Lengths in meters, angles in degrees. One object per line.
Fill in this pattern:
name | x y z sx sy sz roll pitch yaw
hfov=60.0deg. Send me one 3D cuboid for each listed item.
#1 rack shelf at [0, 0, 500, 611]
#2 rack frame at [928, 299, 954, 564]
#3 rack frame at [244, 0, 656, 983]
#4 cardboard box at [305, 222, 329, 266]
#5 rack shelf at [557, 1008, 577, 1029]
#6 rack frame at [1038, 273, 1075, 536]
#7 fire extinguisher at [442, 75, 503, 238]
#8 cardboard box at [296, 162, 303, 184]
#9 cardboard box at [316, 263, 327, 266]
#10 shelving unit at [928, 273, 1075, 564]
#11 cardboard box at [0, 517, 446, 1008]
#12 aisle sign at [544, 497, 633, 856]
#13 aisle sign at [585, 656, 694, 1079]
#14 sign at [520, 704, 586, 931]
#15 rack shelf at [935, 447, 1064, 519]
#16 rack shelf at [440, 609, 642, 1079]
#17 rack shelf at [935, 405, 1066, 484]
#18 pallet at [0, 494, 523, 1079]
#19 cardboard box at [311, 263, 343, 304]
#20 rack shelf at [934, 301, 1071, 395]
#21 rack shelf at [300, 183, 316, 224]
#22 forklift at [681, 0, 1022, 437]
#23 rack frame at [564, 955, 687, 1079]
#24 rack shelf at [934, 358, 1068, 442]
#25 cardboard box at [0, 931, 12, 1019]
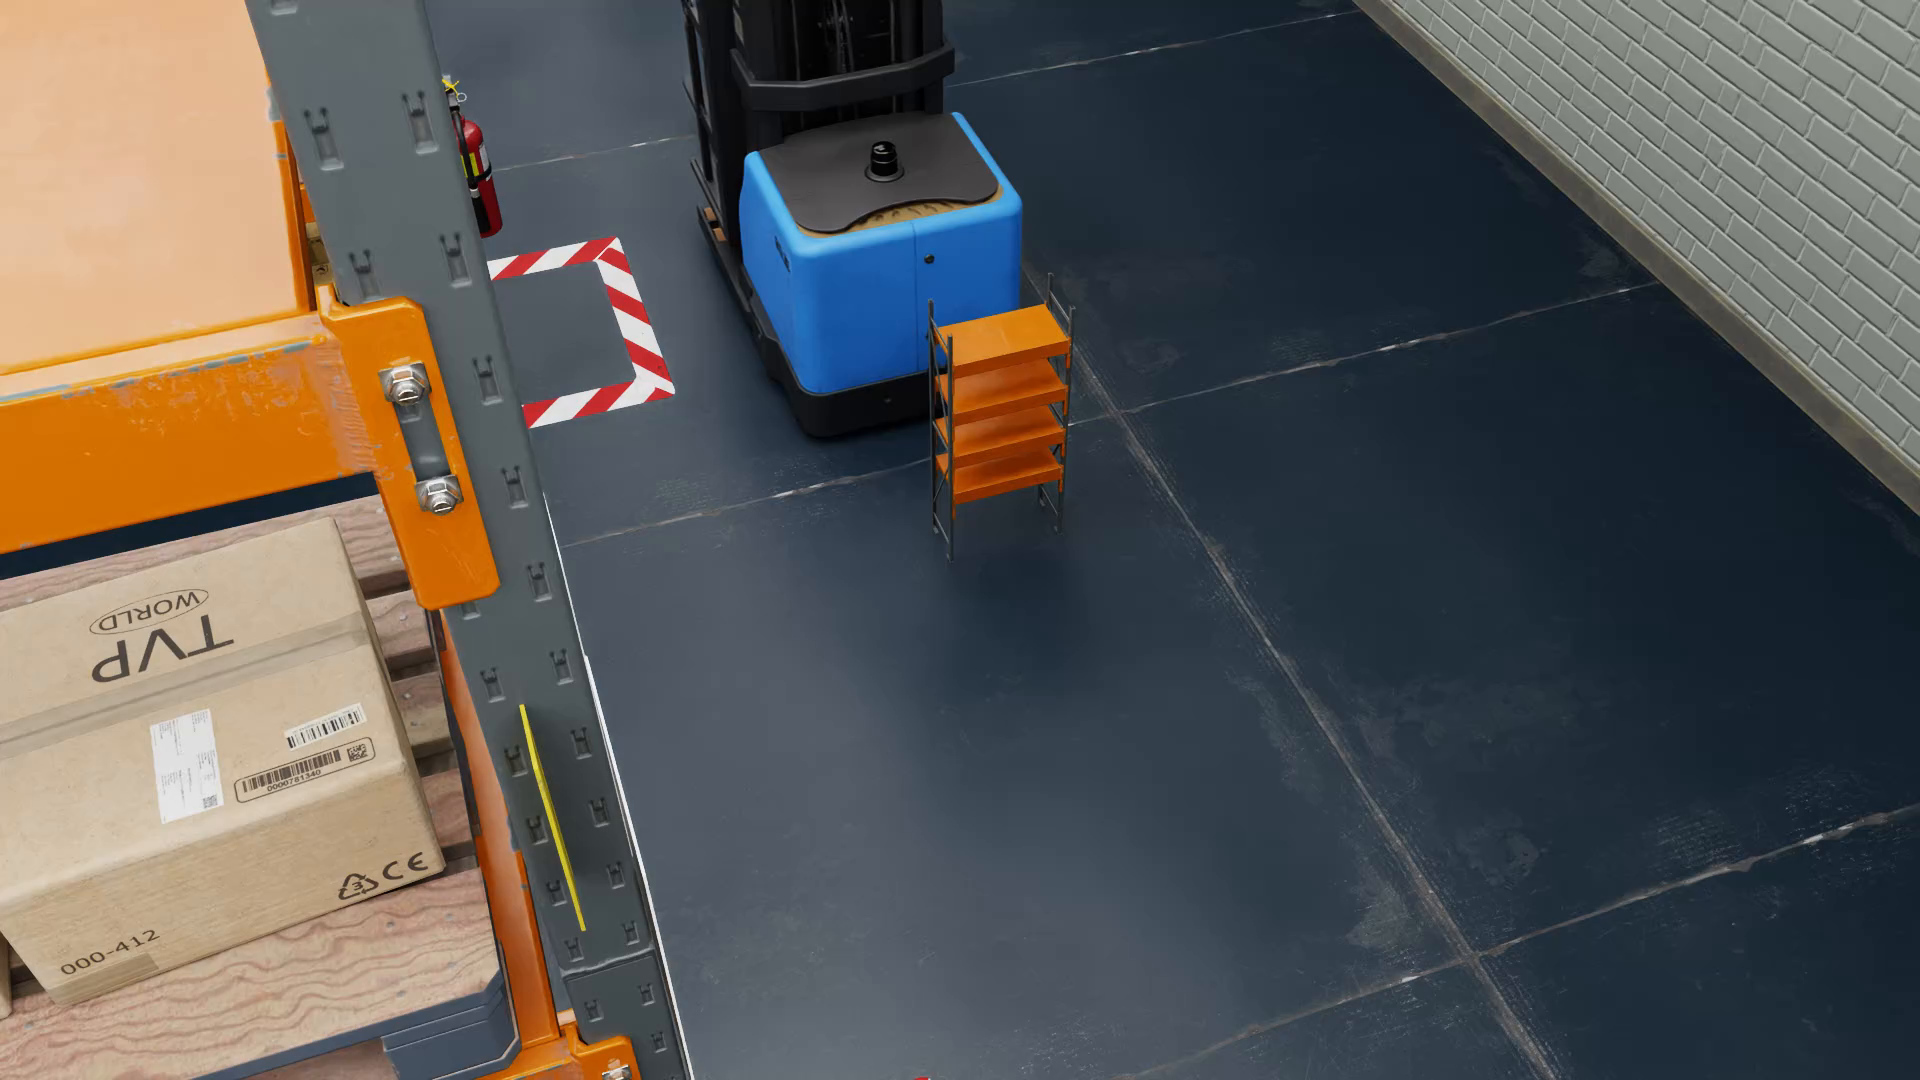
rack shelf | -2.524 0.063 1.433 4.000 0.370 1.077 -14 47 -14
rack frame | -0.074 -0.405 6.616 0.015 1.200 0.240 -14 47 -14
rack frame | -0.643 -0.813 1.516 0.127 3.000 1.000 -14 47 -14
cardboard box | -3.026 -1.421 7.654 0.250 0.149 0.380 -16 47 -16
rack shelf | -2.524 2.040 3.417 4.000 0.370 1.077 -14 47 -14
rack frame | 0.385 -0.522 6.732 0.015 1.200 0.240 -14 47 -14
fire extinguisher | -2.025 -1.563 6.817 0.183 0.674 0.296 -14 47 -14
cardboard box | -2.629 -1.613 6.727 0.250 0.149 0.380 -14 47 -14
cardboard box | -2.998 -1.261 7.704 0.250 0.149 0.380 -13 46 -12
shelving unit | 0.156 -0.463 6.674 0.503 1.200 0.258 -14 47 -14
cardboard box | -1.035 0.283 2.280 0.500 0.250 0.500 -18 48 -17
aisle sign | -0.673 0.177 2.930 0.004 0.787 0.394 -14 47 -14
aisle sign | -0.470 0.576 2.532 0.004 0.787 0.394 -14 47 -14
sign | -0.471 0.326 1.929 0.005 0.325 0.100 -14 47 -14
rack shelf | 0.156 -0.276 6.862 0.480 0.148 0.258 -14 47 -14
rack shelf | -2.524 0.981 2.354 4.000 0.370 1.077 -14 47 -14
rack shelf | 0.156 -0.416 6.722 0.480 0.148 0.258 -14 47 -14
pallet | -1.337 0.463 2.425 1.213 0.211 1.003 -14 47 -14
cardboard box | -2.830 -1.024 7.259 0.250 0.149 0.380 -14 47 -13
rack shelf | 0.156 -0.741 6.396 0.480 0.148 0.258 -14 47 -14
rack shelf | -4.299 -1.234 6.679 4.000 0.370 1.077 -14 47 -14
forklift | -0.709 -2.556 7.538 1.130 2.935 3.031 -15 47 -14
rack frame | -0.643 1.305 3.641 0.127 3.000 1.000 -14 47 -14
rack shelf | 0.156 -0.574 6.563 0.480 0.148 0.258 -14 47 -14
cardboard box | -1.402 0.473 2.162 0.250 0.149 0.380 -18 48 -17
